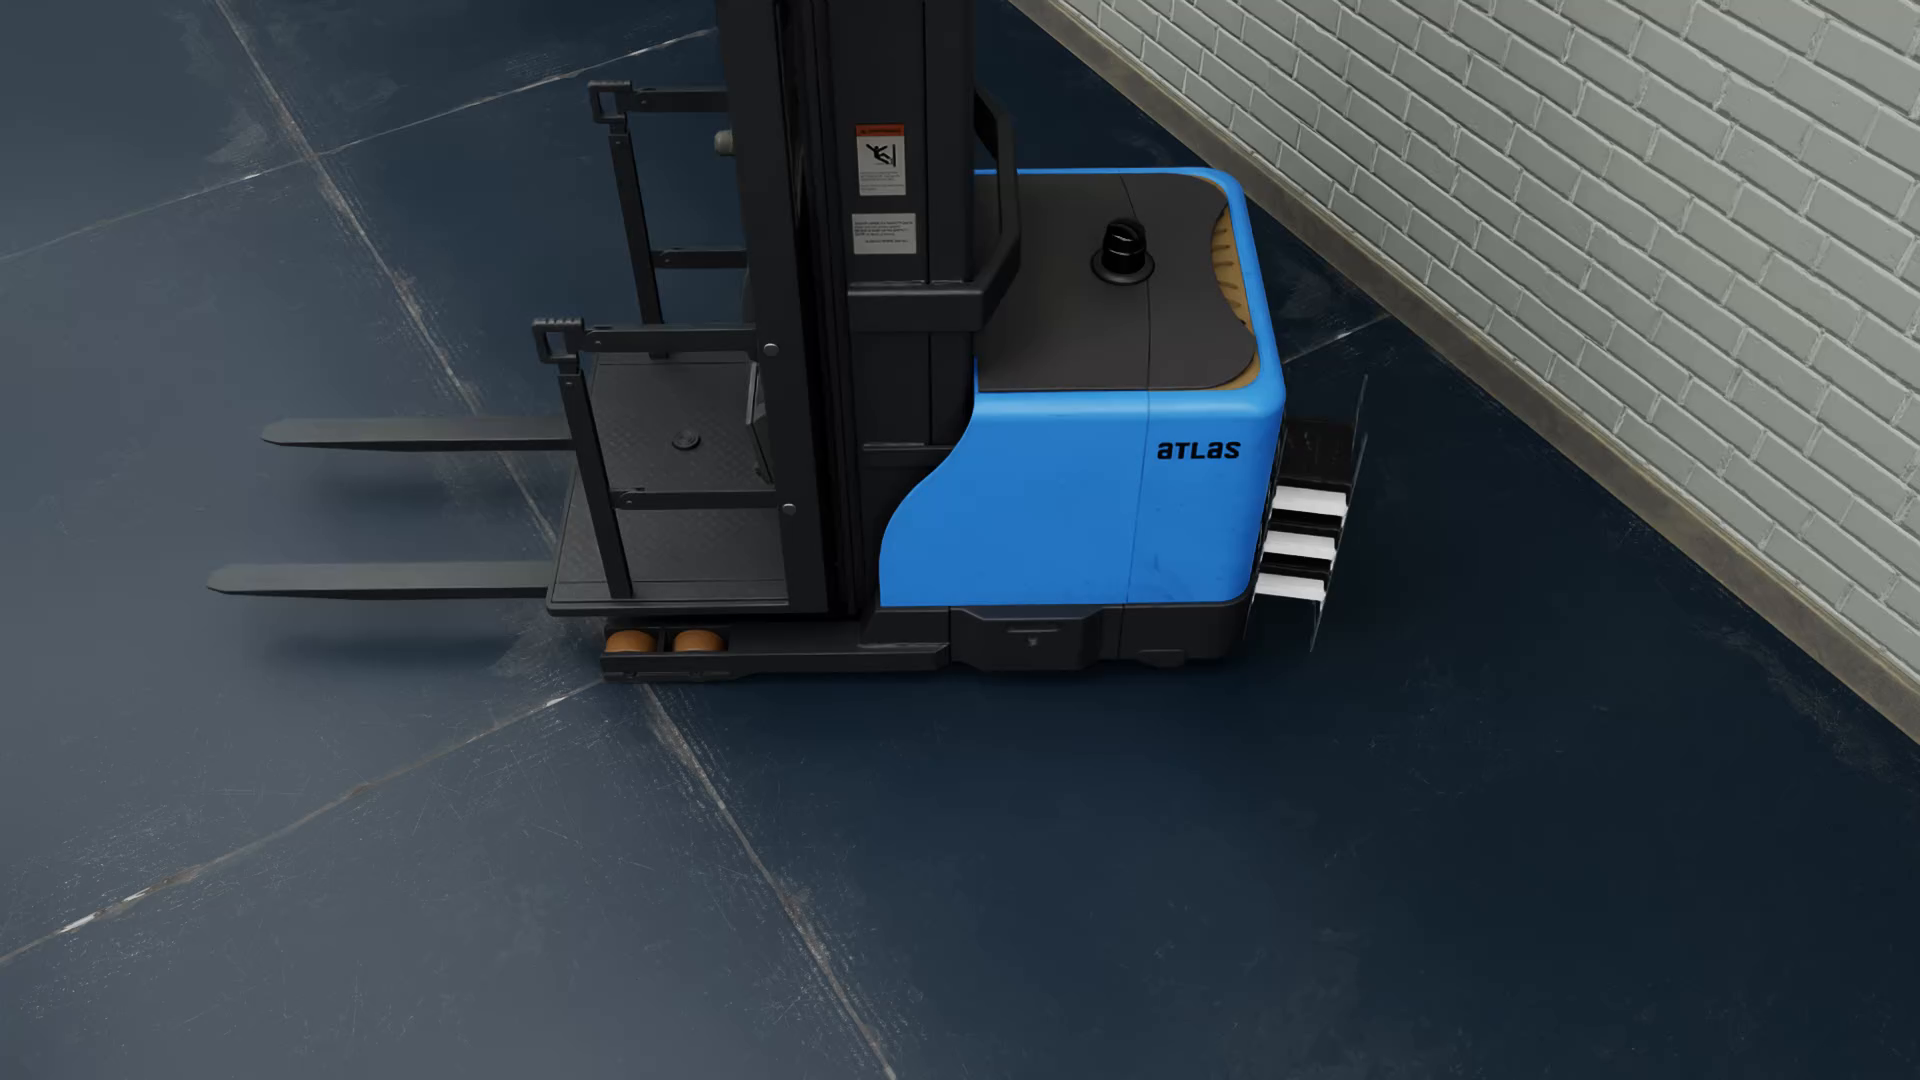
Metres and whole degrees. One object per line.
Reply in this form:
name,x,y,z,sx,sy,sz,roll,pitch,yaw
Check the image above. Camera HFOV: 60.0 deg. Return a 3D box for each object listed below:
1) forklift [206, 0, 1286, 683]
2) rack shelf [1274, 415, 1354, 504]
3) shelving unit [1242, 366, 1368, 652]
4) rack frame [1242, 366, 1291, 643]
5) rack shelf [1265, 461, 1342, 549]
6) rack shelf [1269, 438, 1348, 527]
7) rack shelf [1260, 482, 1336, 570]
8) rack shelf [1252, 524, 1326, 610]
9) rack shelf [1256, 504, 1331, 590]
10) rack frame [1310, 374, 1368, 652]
forklift,-0.684,-0.957,4.140,3.031,2.935,1.130,-1,48,-1
rack shelf,0.965,-0.224,4.530,0.200,0.077,0.258,7,49,6
shelving unit,0.965,-0.066,4.706,0.210,0.900,0.258,7,49,6
rack frame,0.865,-0.078,4.717,0.006,0.900,0.240,7,49,6
rack shelf,0.965,-0.104,4.664,0.200,0.077,0.258,7,49,6
rack shelf,0.965,-0.164,4.597,0.200,0.077,0.258,7,49,6
rack shelf,0.965,-0.044,4.731,0.200,0.077,0.258,7,49,6
rack shelf,0.965,0.075,4.866,0.200,0.077,0.258,7,49,6
rack shelf,0.965,0.016,4.799,0.200,0.077,0.258,7,49,6
rack frame,1.065,-0.054,4.696,0.006,0.900,0.240,7,49,6
